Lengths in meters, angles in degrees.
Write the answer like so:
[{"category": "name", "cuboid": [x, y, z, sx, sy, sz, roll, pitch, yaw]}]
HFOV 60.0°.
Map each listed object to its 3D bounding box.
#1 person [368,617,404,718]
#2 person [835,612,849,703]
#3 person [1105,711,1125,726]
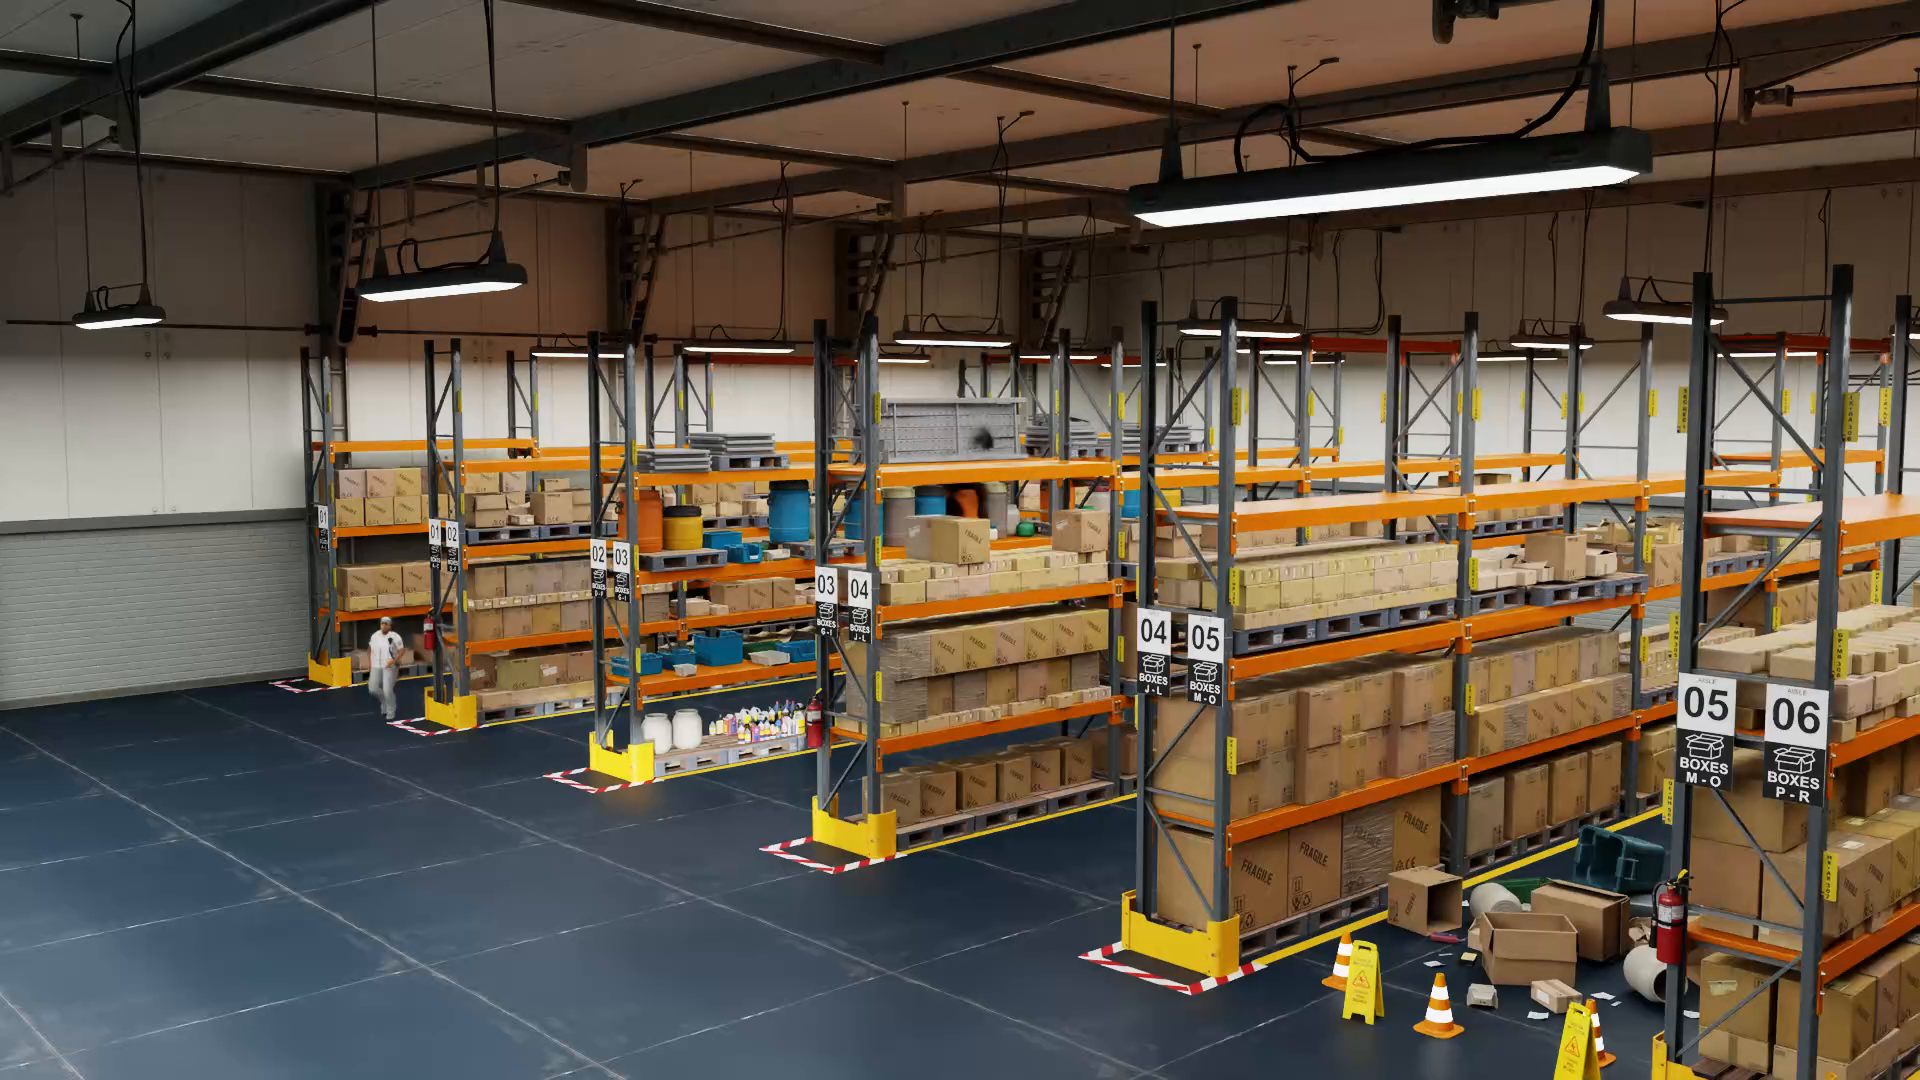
[{"category": "person", "cuboid": [-9.161, 2.034, 26.443, 0.616, 1.630, 0.508, 0, 5, 2]}, {"category": "person", "cuboid": [-1.836, 1.807, 28.092, 0.723, 1.795, 0.864, 4, 7, 40]}, {"category": "person", "cuboid": [2.298, 2.076, 25.573, 0.614, 1.678, 0.613, 4, 6, 38]}]
